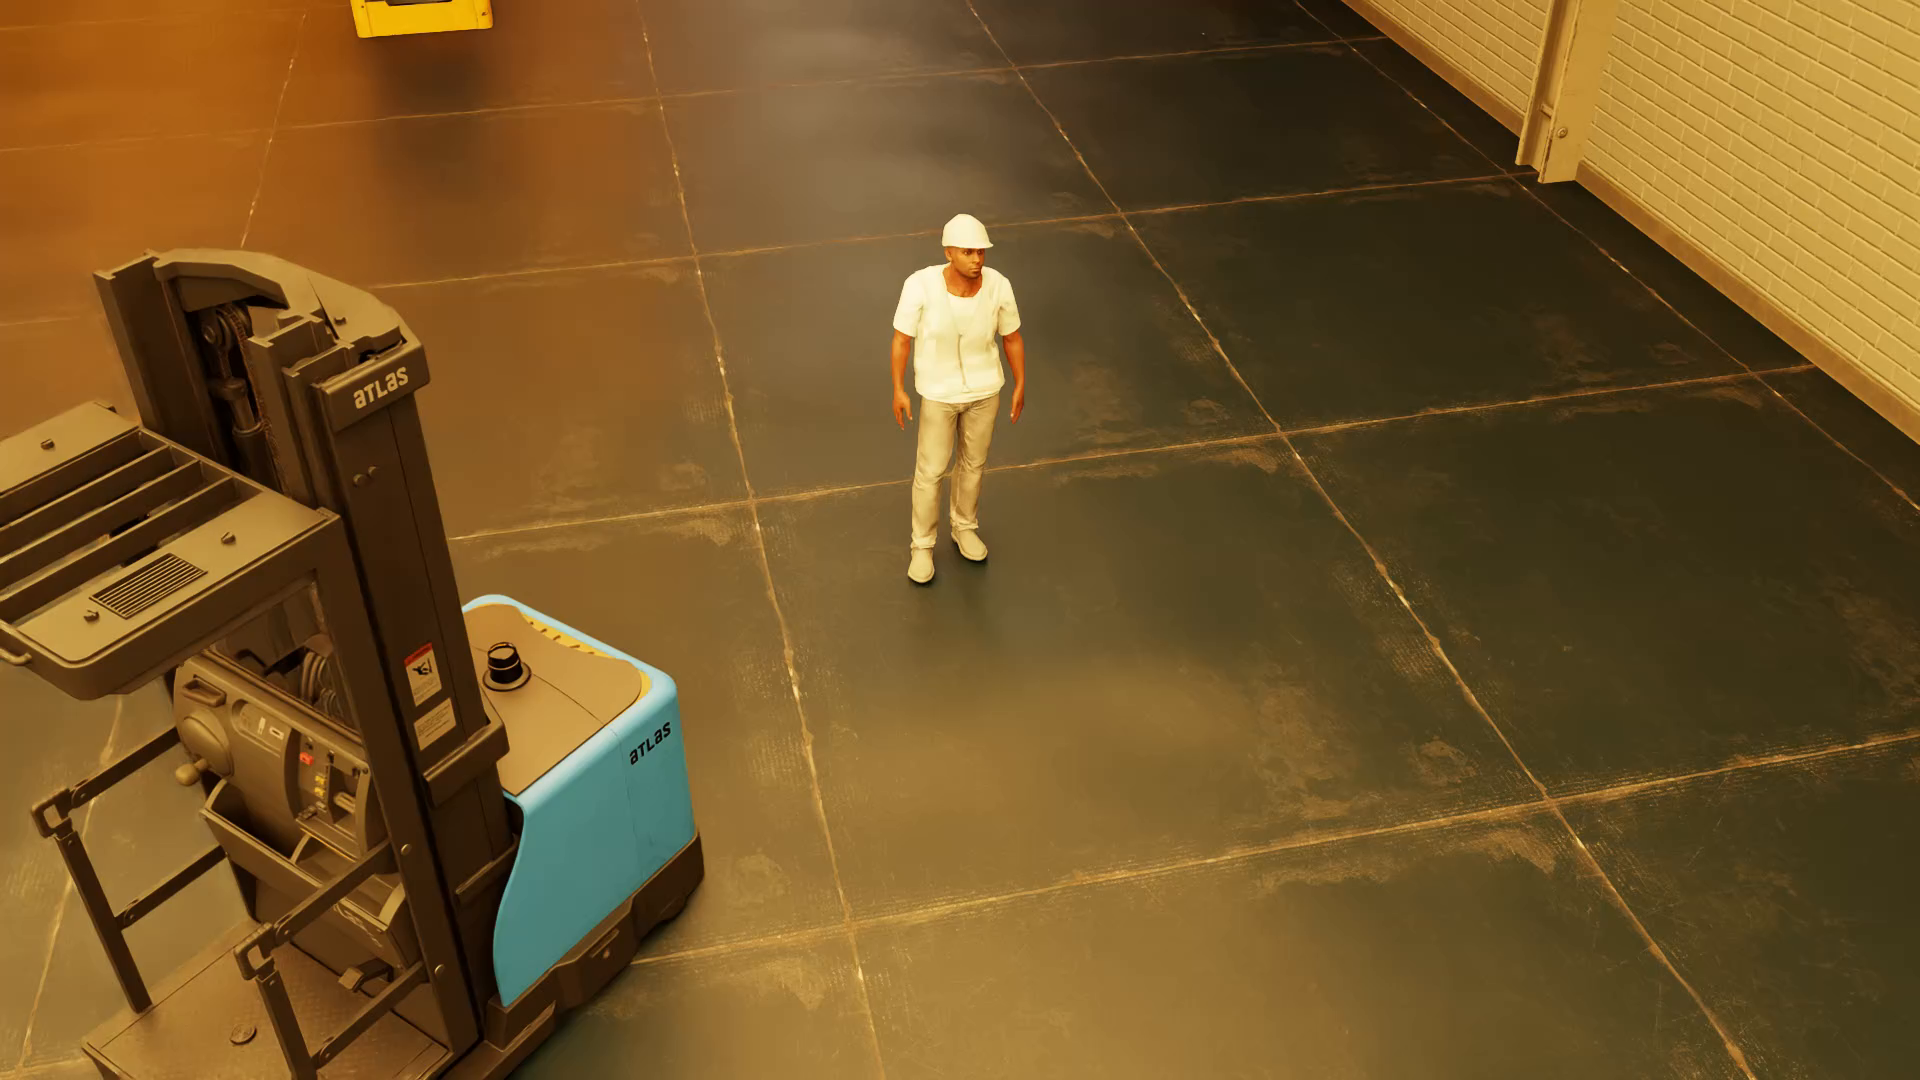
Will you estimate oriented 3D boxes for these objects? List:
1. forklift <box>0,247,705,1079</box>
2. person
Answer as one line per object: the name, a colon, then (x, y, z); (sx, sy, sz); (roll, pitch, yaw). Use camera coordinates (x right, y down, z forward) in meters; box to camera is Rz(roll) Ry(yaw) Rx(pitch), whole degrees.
forklift: (-2.254, 0.740, 5.023); (1.130, 2.935, 3.031); (22, 41, 27)
person: (0.010, -0.682, 7.984); (0.666, 1.765, 0.577); (-8, 36, -11)
